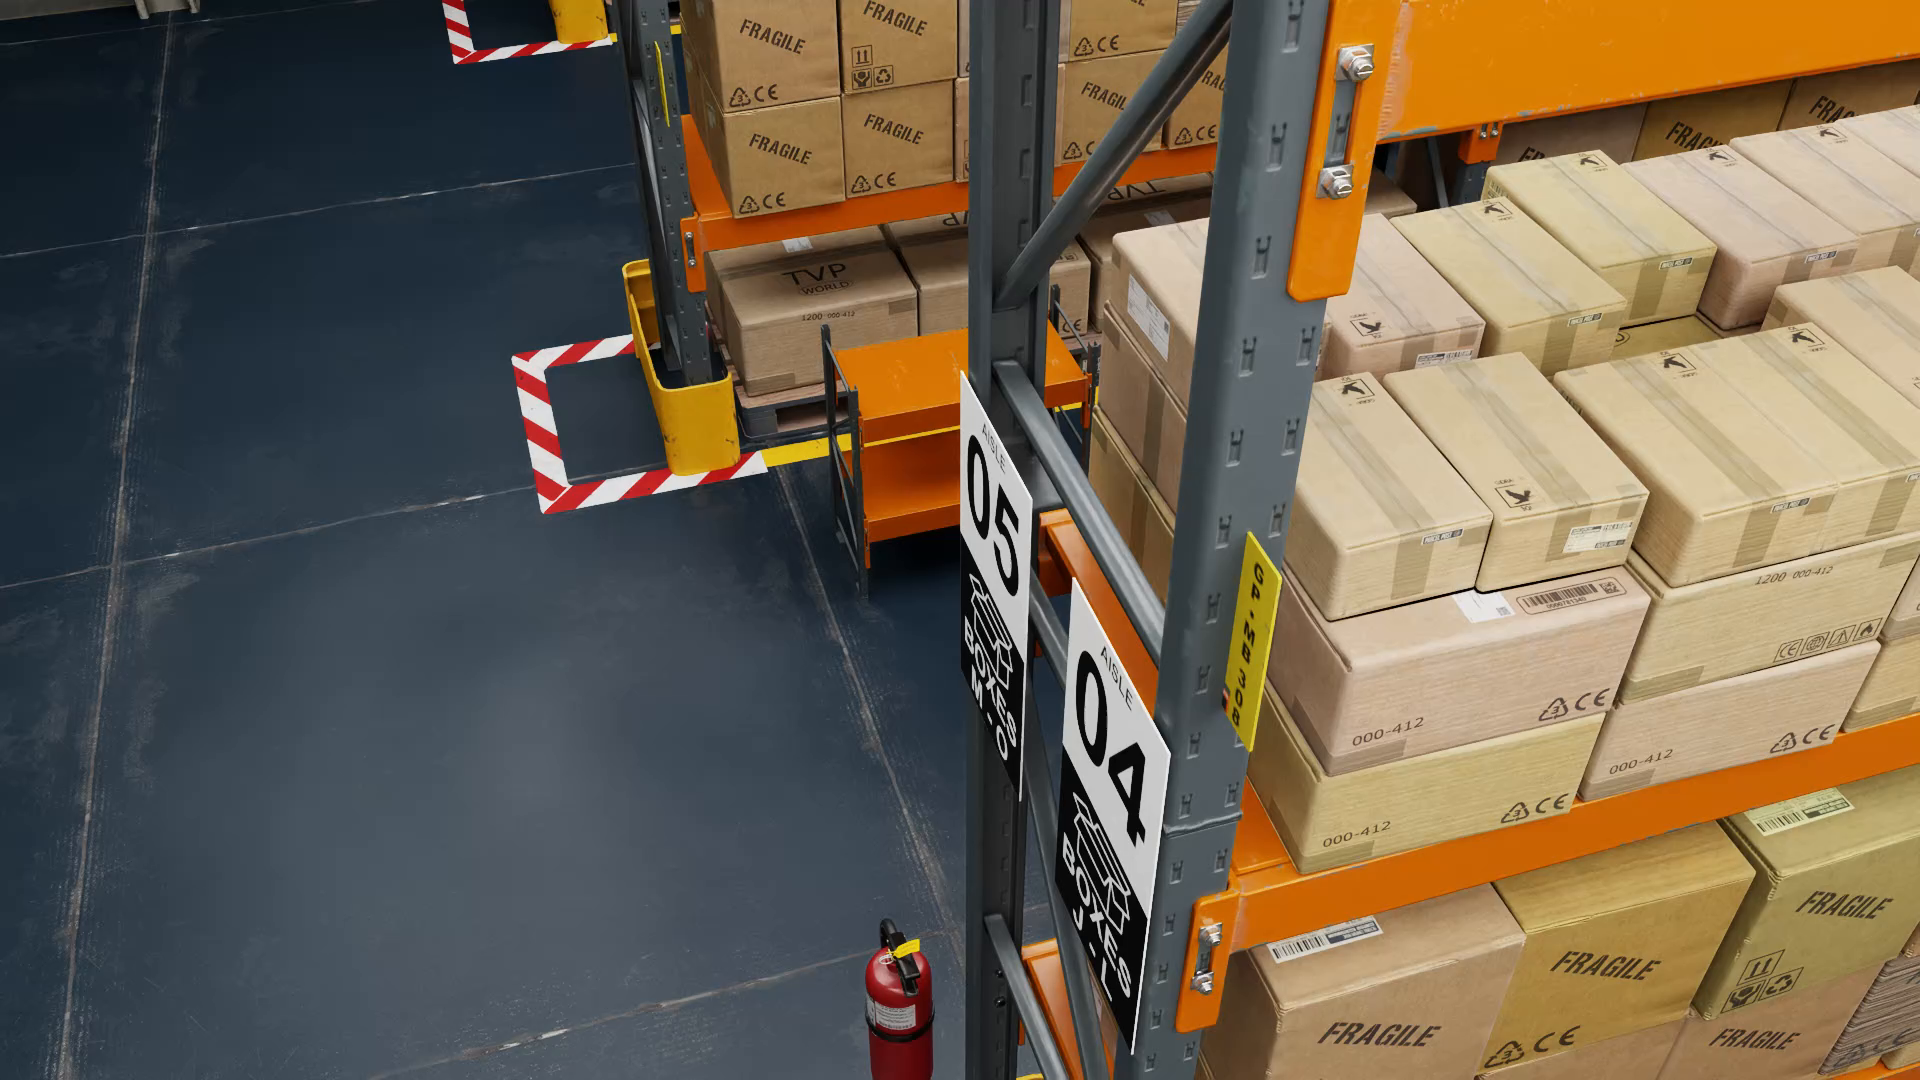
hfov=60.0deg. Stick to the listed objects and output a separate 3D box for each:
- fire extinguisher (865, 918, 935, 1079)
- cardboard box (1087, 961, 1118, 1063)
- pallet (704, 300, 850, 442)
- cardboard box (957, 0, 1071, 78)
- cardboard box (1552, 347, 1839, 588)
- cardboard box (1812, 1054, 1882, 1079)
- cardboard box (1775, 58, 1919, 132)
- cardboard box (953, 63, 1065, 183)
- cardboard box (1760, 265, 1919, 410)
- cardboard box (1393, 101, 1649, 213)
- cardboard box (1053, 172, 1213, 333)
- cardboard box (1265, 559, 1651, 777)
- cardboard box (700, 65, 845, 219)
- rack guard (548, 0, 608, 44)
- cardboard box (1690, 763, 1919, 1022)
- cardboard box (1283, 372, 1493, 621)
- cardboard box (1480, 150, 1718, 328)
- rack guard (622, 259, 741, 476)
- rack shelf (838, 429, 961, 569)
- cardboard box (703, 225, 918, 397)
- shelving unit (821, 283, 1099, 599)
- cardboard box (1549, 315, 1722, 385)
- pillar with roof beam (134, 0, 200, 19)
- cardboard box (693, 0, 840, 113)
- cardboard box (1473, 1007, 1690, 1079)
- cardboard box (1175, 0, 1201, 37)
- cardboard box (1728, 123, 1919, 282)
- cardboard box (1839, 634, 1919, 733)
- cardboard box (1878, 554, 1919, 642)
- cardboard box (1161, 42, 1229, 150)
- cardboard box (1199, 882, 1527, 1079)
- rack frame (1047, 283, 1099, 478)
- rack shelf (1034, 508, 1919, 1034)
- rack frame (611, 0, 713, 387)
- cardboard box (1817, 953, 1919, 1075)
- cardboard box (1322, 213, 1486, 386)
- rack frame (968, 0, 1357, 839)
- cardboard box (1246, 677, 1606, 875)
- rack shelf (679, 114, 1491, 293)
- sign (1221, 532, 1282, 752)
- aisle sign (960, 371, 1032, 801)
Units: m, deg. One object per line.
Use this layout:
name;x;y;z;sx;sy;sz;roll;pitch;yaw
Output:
fire extinguisher;-0.157;1.187;4.303;0.183;0.674;0.296;-12;42;-13
cardboard box;0.448;1.110;4.240;0.250;0.149;0.380;-12;42;-13
pallet;-0.622;-0.986;8.568;1.213;0.211;1.003;-12;42;-13
cardboard box;0.161;-2.373;7.199;0.500;0.500;0.500;-12;43;-13
cardboard box;1.128;-0.122;2.611;0.250;0.149;0.380;-12;43;-13
cardboard box;2.102;1.153;4.191;0.250;0.149;0.380;-10;42;-12
cardboard box;4.733;-2.510;9.489;0.875;0.875;0.875;-11;42;-13
cardboard box;0.147;-1.988;7.519;0.500;0.500;0.500;-12;43;-13
cardboard box;1.575;-0.287;2.800;0.250;0.149;0.380;-11;42;-12
cardboard box;3.021;-2.150;9.077;0.875;0.875;0.875;-10;42;-12
cardboard box;0.969;-1.579;8.755;0.875;0.438;0.875;-13;43;-14
cardboard box;0.728;0.070;2.694;0.500;0.250;0.500;-11;42;-12
cardboard box;-0.817;-1.782;7.283;0.500;0.500;0.500;-12;43;-13
rack guard;-2.784;-4.017;11.818;0.348;0.500;1.175;-12;42;-13
cardboard box;1.712;0.616;3.552;0.500;0.500;0.500;-13;43;-14
cardboard box;0.599;-0.075;2.557;0.250;0.149;0.380;-12;43;-13
cardboard box;1.179;-0.563;3.115;0.250;0.149;0.380;-11;42;-12
rack guard;-1.384;-0.883;8.230;0.348;0.500;1.175;-12;42;-13
rack shelf;-0.006;-0.238;7.389;1.000;0.278;0.538;-12;42;-13
cardboard box;-0.762;-1.216;8.339;0.875;0.438;0.875;-13;43;-15
shelving unit;-0.006;-0.422;7.228;1.048;1.125;0.538;-12;42;-13
cardboard box;1.072;-0.357;3.182;0.500;0.250;0.500;-13;43;-14
pillar with roof beam;-4.405;-4.534;5.949;0.400;9.000;9.100;-12;42;-13
cardboard box;-0.818;-2.160;6.956;0.500;0.500;0.500;-13;43;-14
cardboard box;1.236;1.070;3.792;0.500;0.500;0.500;-12;42;-13
cardboard box;1.118;-2.566;7.420;0.500;0.500;0.500;-11;42;-12
cardboard box;1.682;-0.638;3.201;0.250;0.149;0.380;-11;42;-12
cardboard box;1.718;0.045;3.103;0.500;0.250;0.500;-13;43;-14
cardboard box;1.702;-0.124;2.916;0.500;0.250;0.500;-11;42;-13
cardboard box;1.124;-2.192;7.752;0.500;0.500;0.500;-12;43;-14
cardboard box;0.730;0.809;3.332;0.500;0.500;0.500;-12;43;-13
rack frame;0.478;-0.523;7.343;0.032;1.125;0.500;-12;42;-13
rack shelf;2.129;0.003;3.583;4.000;0.370;1.077;-12;42;-13
rack frame;-1.362;-1.829;7.413;0.127;3.000;1.000;-12;42;-13
cardboard box;2.191;0.877;4.014;0.500;0.500;0.500;-13;43;-14
cardboard box;0.709;-0.405;2.935;0.250;0.149;0.380;-11;42;-12
rack frame;0.222;-1.002;1.907;0.127;3.000;1.000;-12;42;-13
cardboard box;0.727;0.256;2.861;0.500;0.250;0.500;-10;42;-12
rack shelf;0.546;-1.954;8.103;4.000;0.370;1.077;-12;42;-13
sign;0.385;0.139;2.216;0.005;0.325;0.100;-12;42;-13
aisle sign;0.062;0.104;3.224;0.004;0.787;0.394;-12;42;-13
